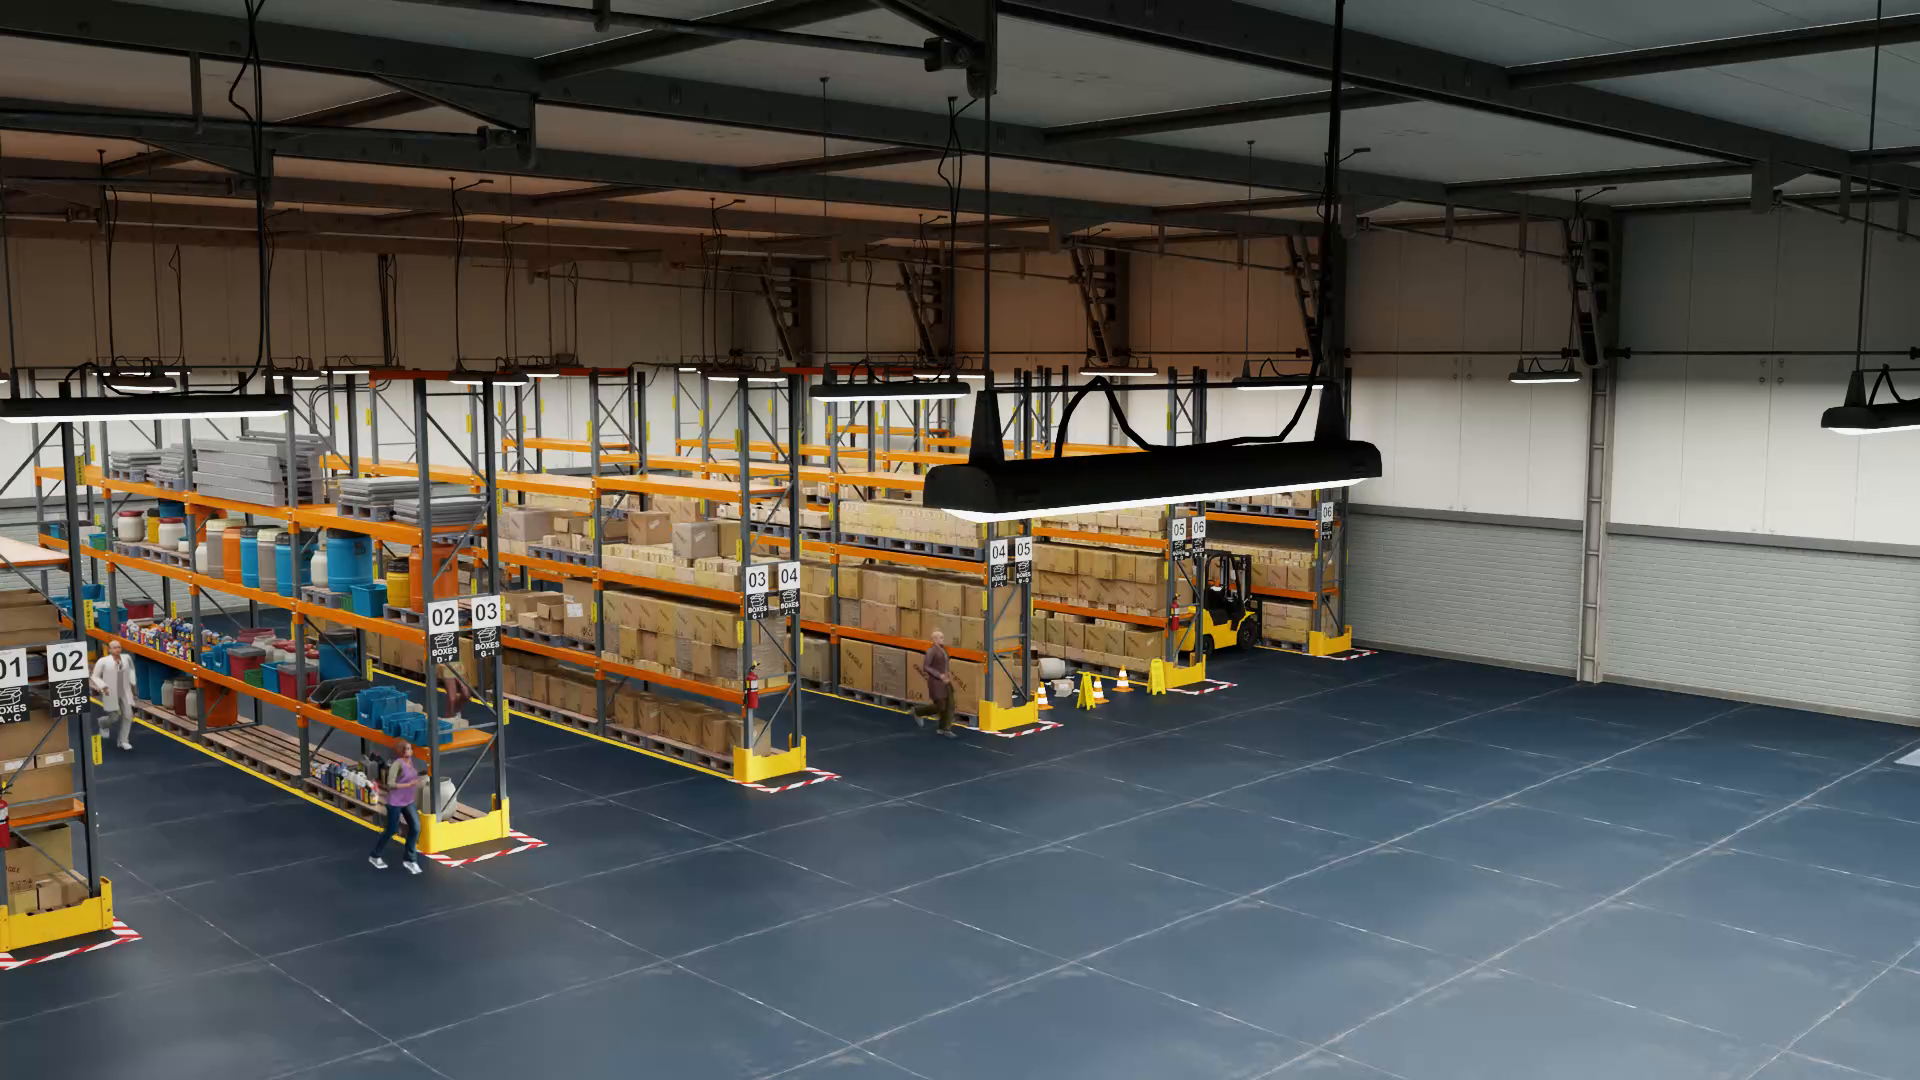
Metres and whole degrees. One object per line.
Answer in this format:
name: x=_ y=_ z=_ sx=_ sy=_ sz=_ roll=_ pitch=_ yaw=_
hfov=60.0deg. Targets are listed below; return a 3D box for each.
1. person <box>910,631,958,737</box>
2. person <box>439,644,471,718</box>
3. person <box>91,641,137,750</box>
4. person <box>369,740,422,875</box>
person: x=-0.408 y=2.380 z=27.544 sx=0.822 sy=1.773 sz=0.719 roll=3 pitch=7 yaw=26
person: x=-8.586 y=2.323 z=28.250 sx=0.589 sy=1.632 sz=0.552 roll=6 pitch=9 yaw=41
person: x=-13.563 y=2.463 z=26.689 sx=0.846 sy=1.743 sz=0.702 roll=6 pitch=8 yaw=41
person: x=-6.854 y=3.252 z=20.331 sx=0.703 sy=1.635 sz=0.538 roll=2 pitch=7 yaw=17
